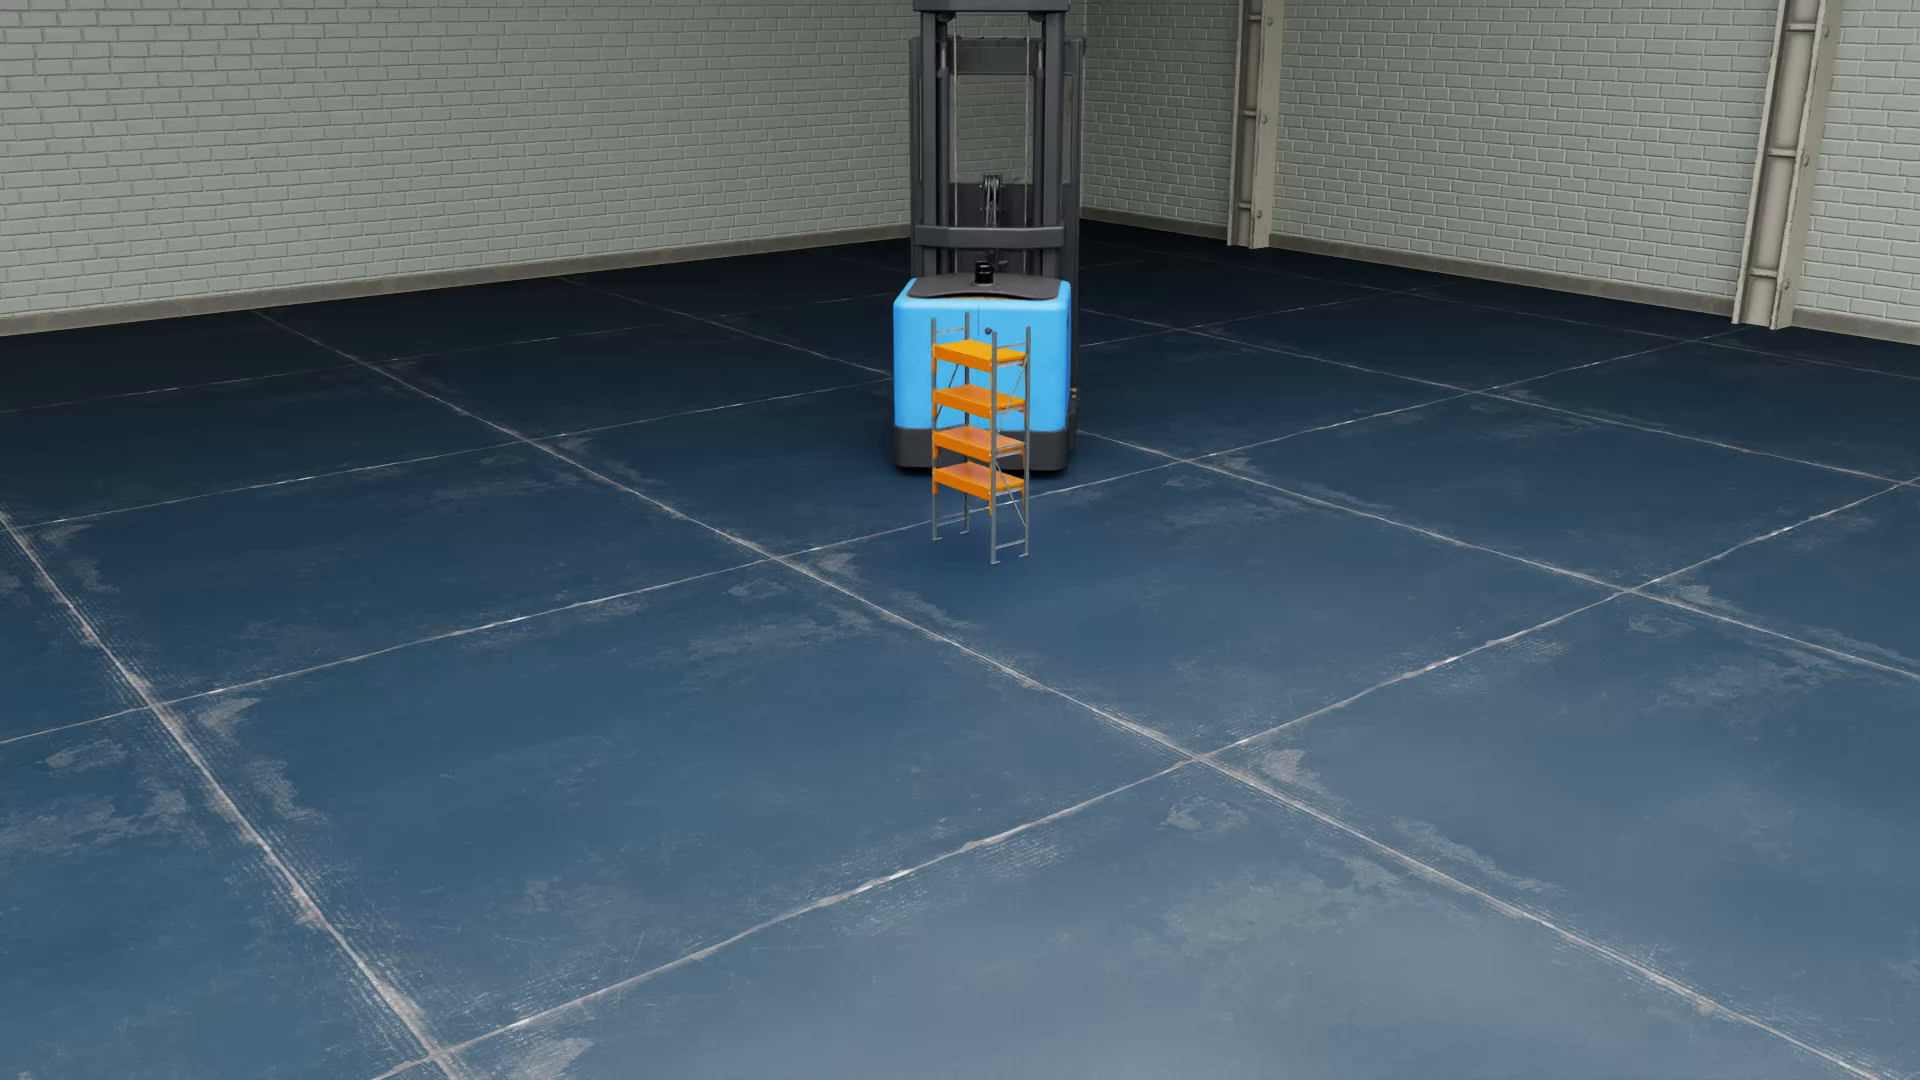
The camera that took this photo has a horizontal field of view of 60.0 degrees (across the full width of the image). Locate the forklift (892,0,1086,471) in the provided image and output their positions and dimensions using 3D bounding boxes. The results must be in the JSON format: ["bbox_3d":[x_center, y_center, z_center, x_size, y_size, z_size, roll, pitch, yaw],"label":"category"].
[{"bbox_3d":[0.247,-2.220,10.904,1.130,2.935,3.031,2,18,5],"label":"forklift"}]

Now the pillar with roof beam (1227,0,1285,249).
[{"bbox_3d":[-0.072,-6.803,15.091,9.100,9.000,0.400,-14,23,-36],"label":"pillar with roof beam"}]

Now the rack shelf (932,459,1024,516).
[{"bbox_3d":[0.103,-0.276,8.634,0.258,0.148,0.480,-14,23,-36],"label":"rack shelf"}]

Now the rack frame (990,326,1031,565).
[{"bbox_3d":[0.254,-0.469,8.369,0.240,1.200,0.015,-14,23,-36],"label":"rack frame"}]

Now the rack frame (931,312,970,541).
[{"bbox_3d":[-0.049,-0.589,8.732,0.240,1.200,0.015,-14,23,-36],"label":"rack frame"}]

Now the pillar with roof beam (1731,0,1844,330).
[{"bbox_3d":[3.653,-5.324,10.626,9.100,9.000,0.400,-14,23,-36],"label":"pillar with roof beam"}]

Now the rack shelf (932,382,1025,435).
[{"bbox_3d":[0.103,-0.677,8.502,0.258,0.148,0.480,-14,23,-36],"label":"rack shelf"}]

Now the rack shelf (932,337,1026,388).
[{"bbox_3d":[0.103,-0.902,8.427,0.258,0.148,0.480,-14,23,-36],"label":"rack shelf"}]

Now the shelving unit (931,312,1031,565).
[{"bbox_3d":[0.103,-0.529,8.551,0.258,1.200,0.503,-14,23,-36],"label":"shelving unit"}]

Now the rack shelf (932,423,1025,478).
[{"bbox_3d":[0.103,-0.465,8.572,0.258,0.148,0.480,-14,23,-36],"label":"rack shelf"}]
